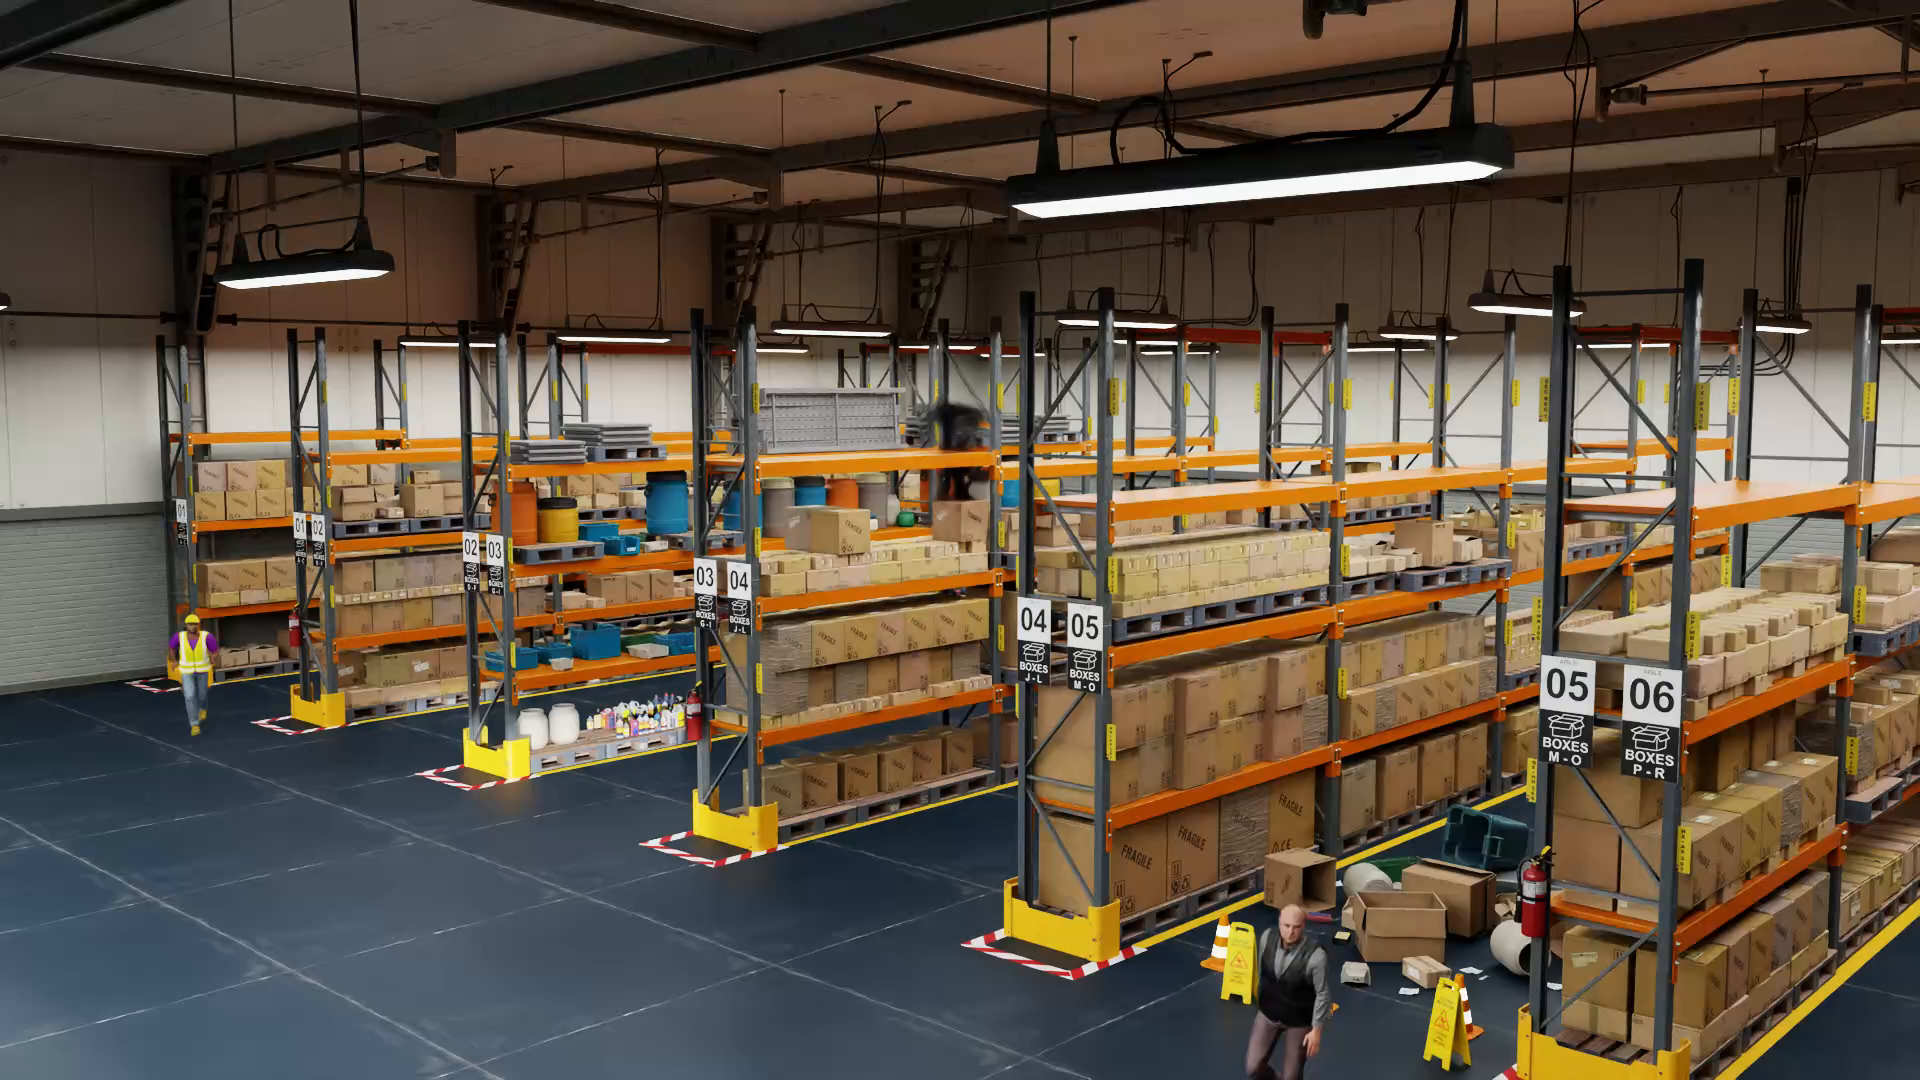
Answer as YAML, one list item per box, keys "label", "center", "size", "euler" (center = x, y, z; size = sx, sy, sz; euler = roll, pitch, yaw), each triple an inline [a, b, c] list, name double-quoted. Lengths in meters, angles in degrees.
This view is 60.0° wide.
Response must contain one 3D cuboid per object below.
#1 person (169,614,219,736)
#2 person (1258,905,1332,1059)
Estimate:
- label: "person"
  center: [-11.413, 1.966, 24.802]
  size: [0.676, 1.762, 0.963]
  euler: [-3, 6, -25]
- label: "person"
  center: [2.252, 3.270, 11.398]
  size: [0.667, 1.678, 0.563]
  euler: [3, 6, 31]
